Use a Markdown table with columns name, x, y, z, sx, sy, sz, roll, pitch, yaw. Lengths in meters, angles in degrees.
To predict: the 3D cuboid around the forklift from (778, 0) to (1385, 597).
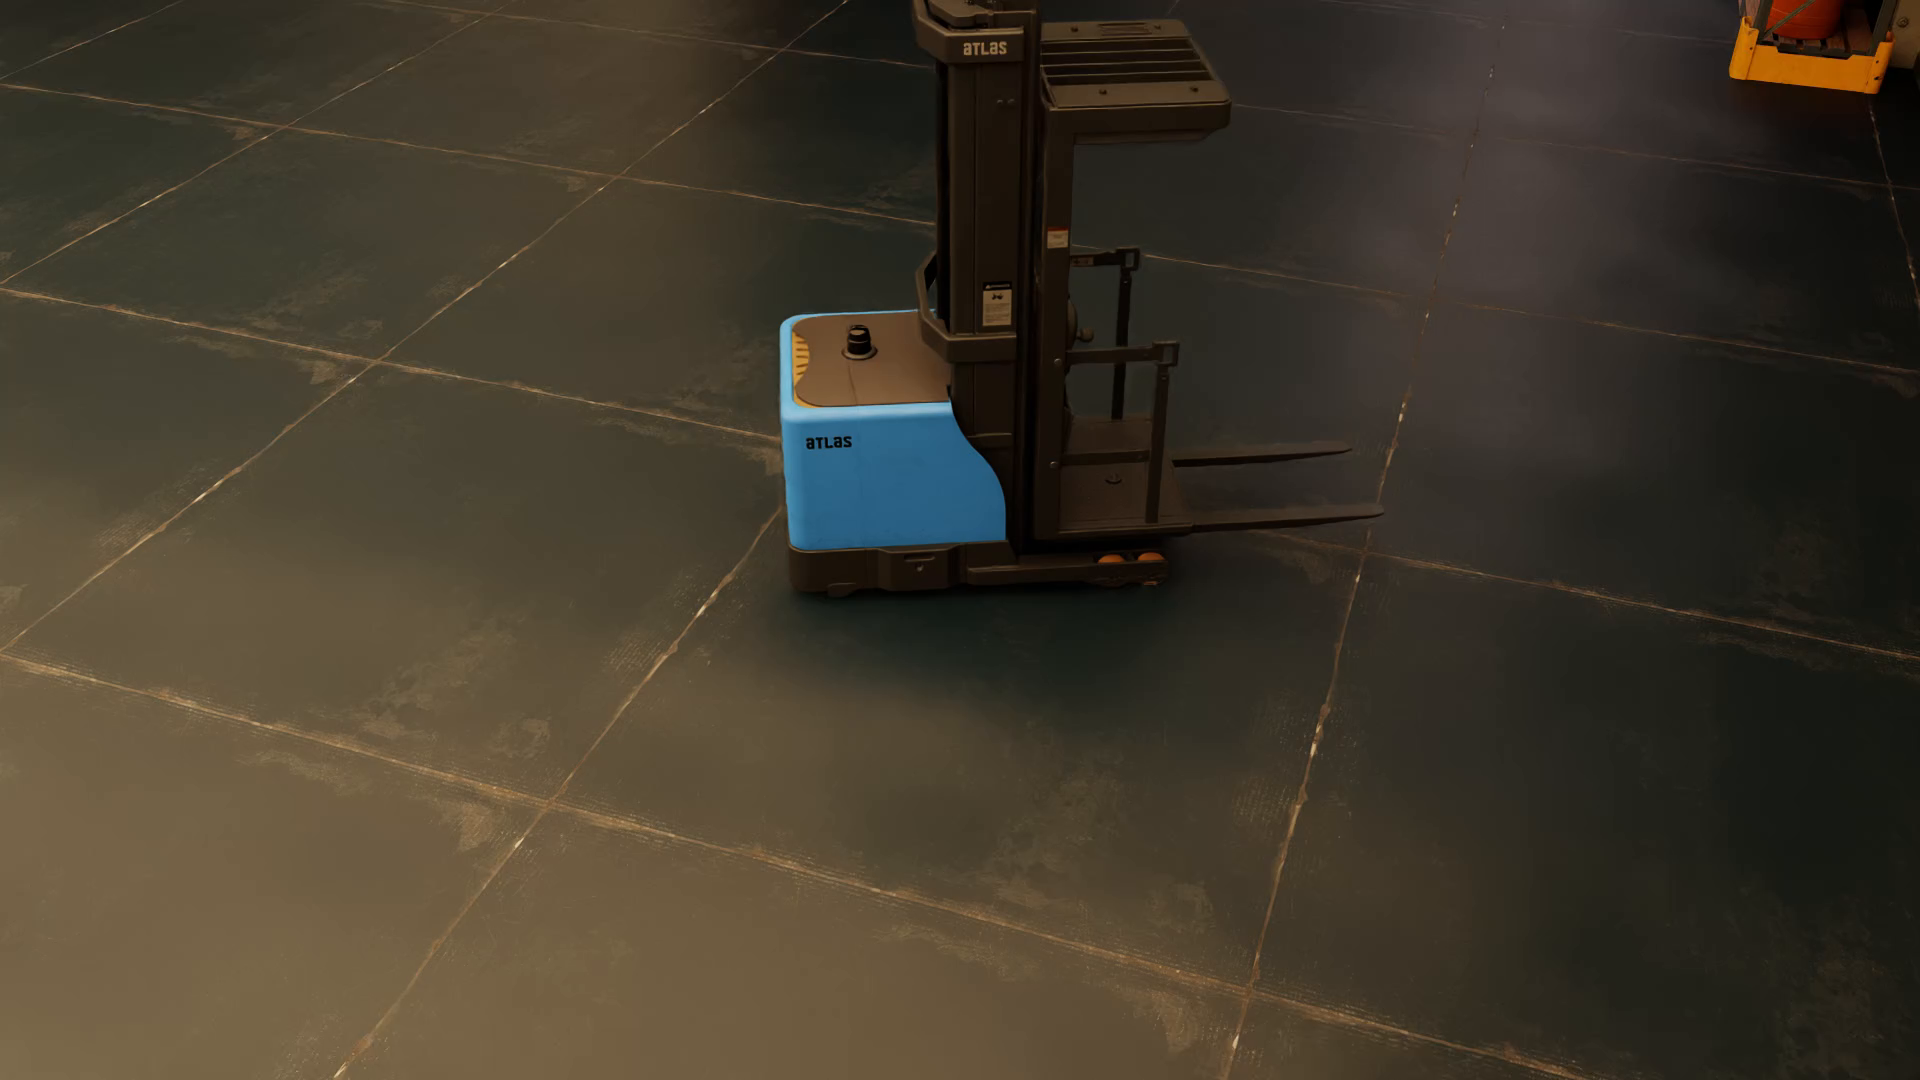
| name | x | y | z | sx | sy | sz | roll | pitch | yaw |
| --- | --- | --- | --- | --- | --- | --- | --- | --- | --- |
| forklift | 0.625 | -1.260 | 7.889 | 3.031 | 2.935 | 1.130 | -3 | 35 | -4 |
